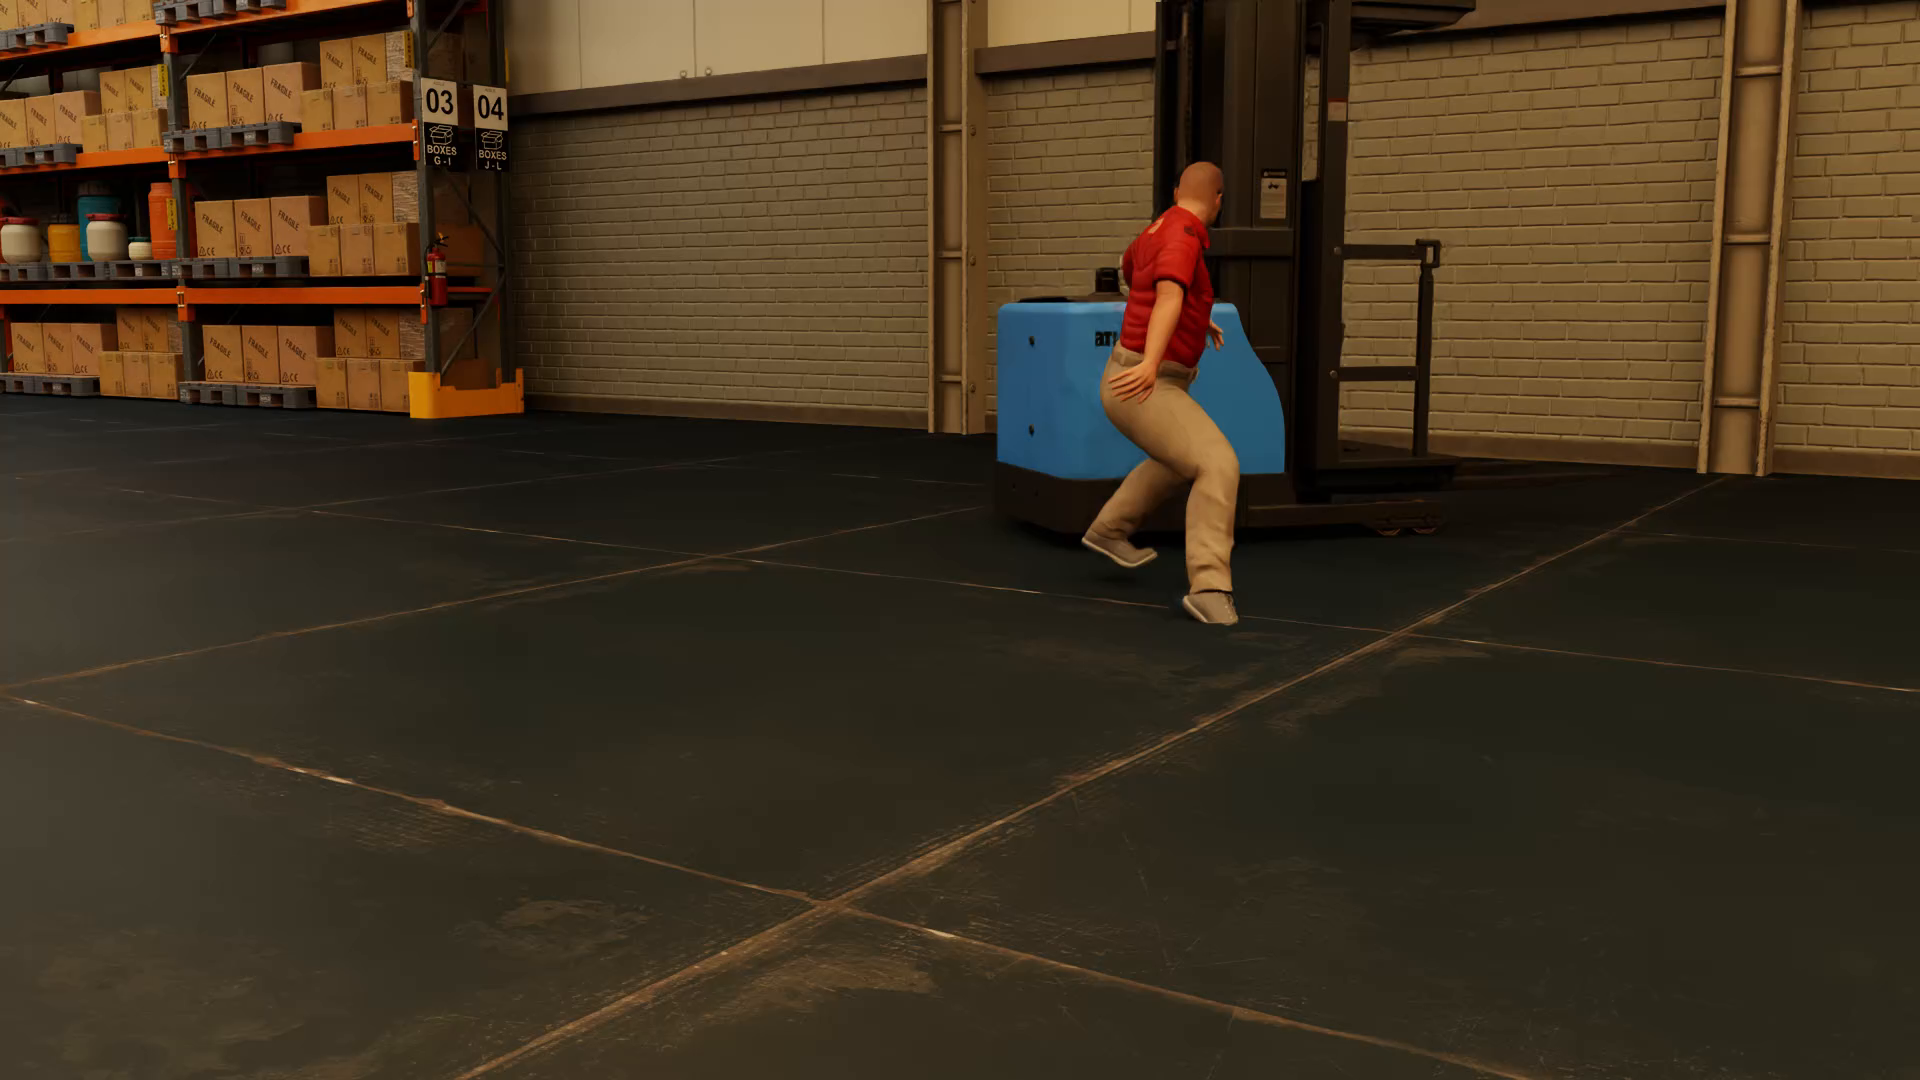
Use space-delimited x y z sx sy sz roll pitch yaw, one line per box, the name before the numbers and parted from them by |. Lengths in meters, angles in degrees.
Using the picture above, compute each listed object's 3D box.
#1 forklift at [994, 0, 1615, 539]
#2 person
forklift | 1.741 -1.536 7.992 3.031 2.935 1.130 -3 9 -18
person | 0.753 -0.501 5.962 0.536 1.685 1.151 0 8 1
